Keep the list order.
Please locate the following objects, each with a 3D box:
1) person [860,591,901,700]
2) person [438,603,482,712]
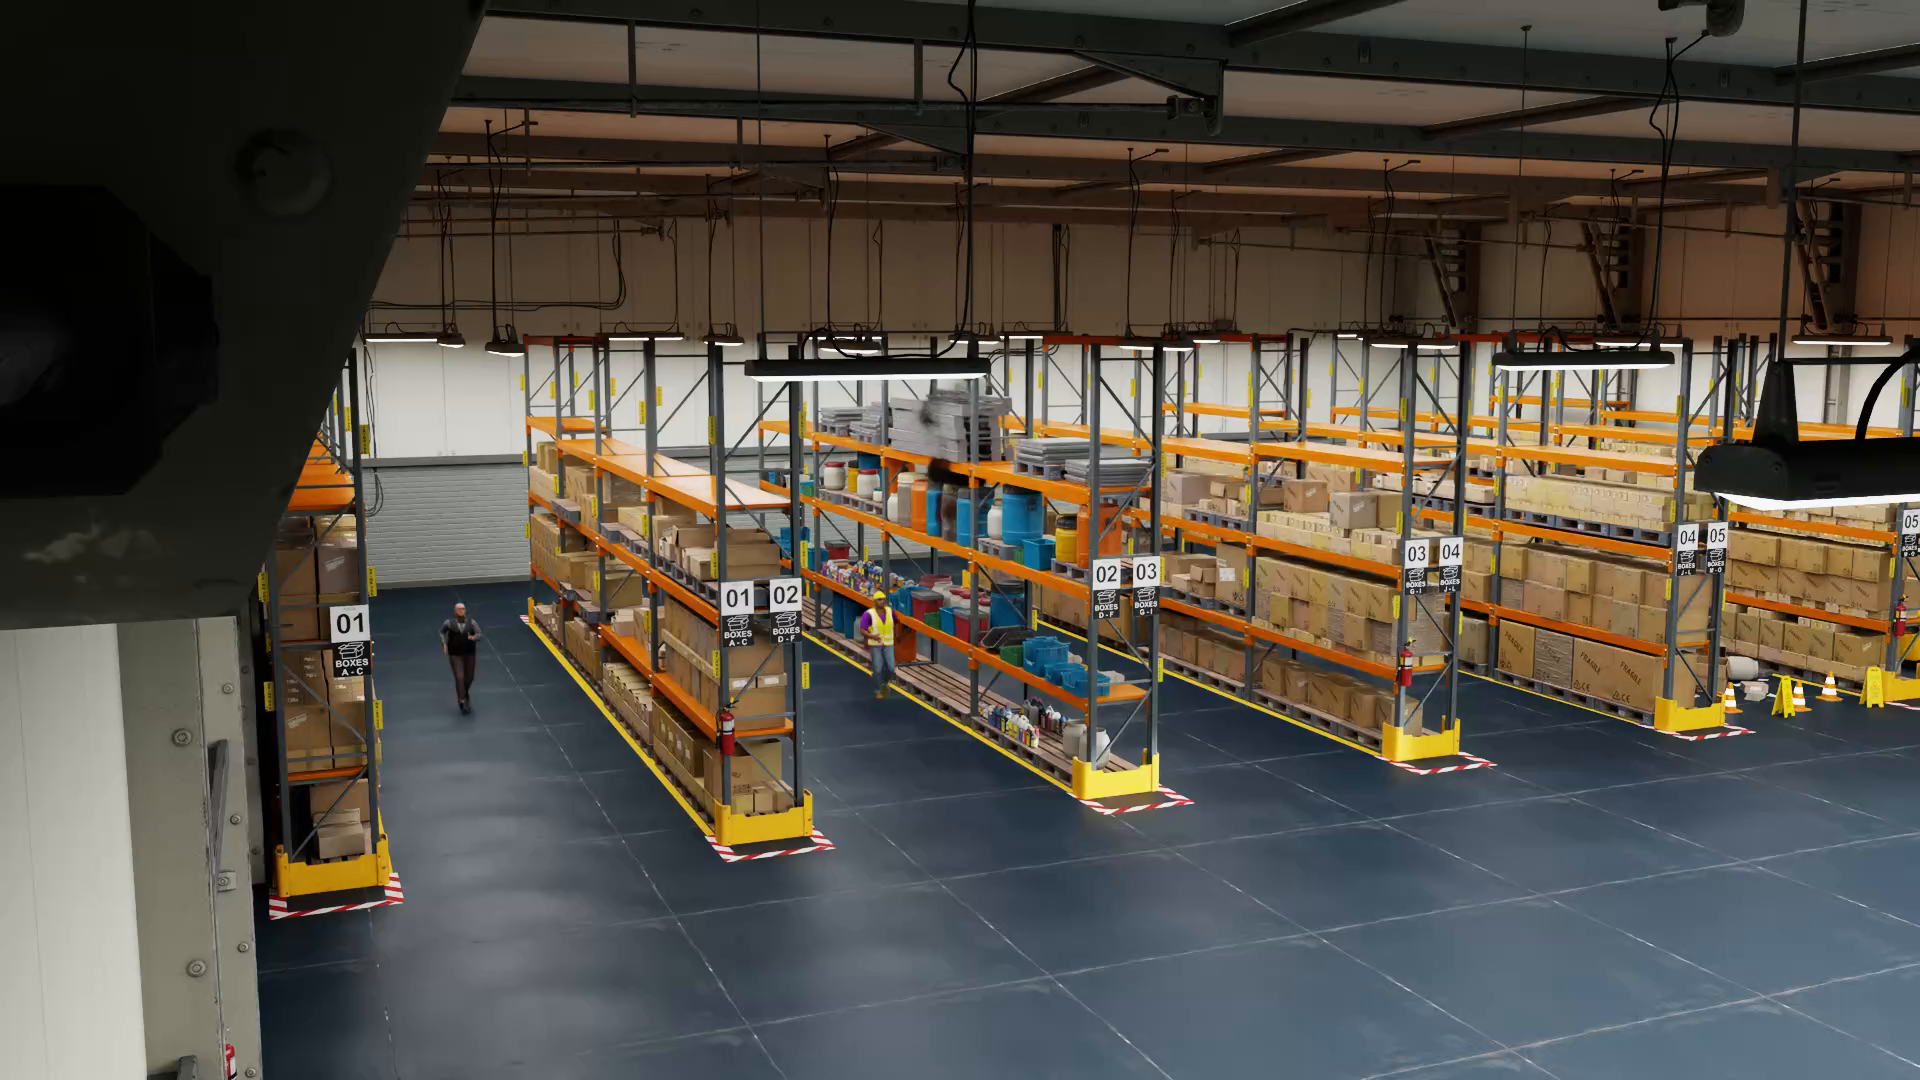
[{"bbox_3d":[-1.234,1.680,26.390,0.693,1.744,0.575,-3,8,-21],"label":"person"},{"bbox_3d":[-8.094,1.871,27.024,0.657,1.704,0.971,-4,9,-28],"label":"person"}]
